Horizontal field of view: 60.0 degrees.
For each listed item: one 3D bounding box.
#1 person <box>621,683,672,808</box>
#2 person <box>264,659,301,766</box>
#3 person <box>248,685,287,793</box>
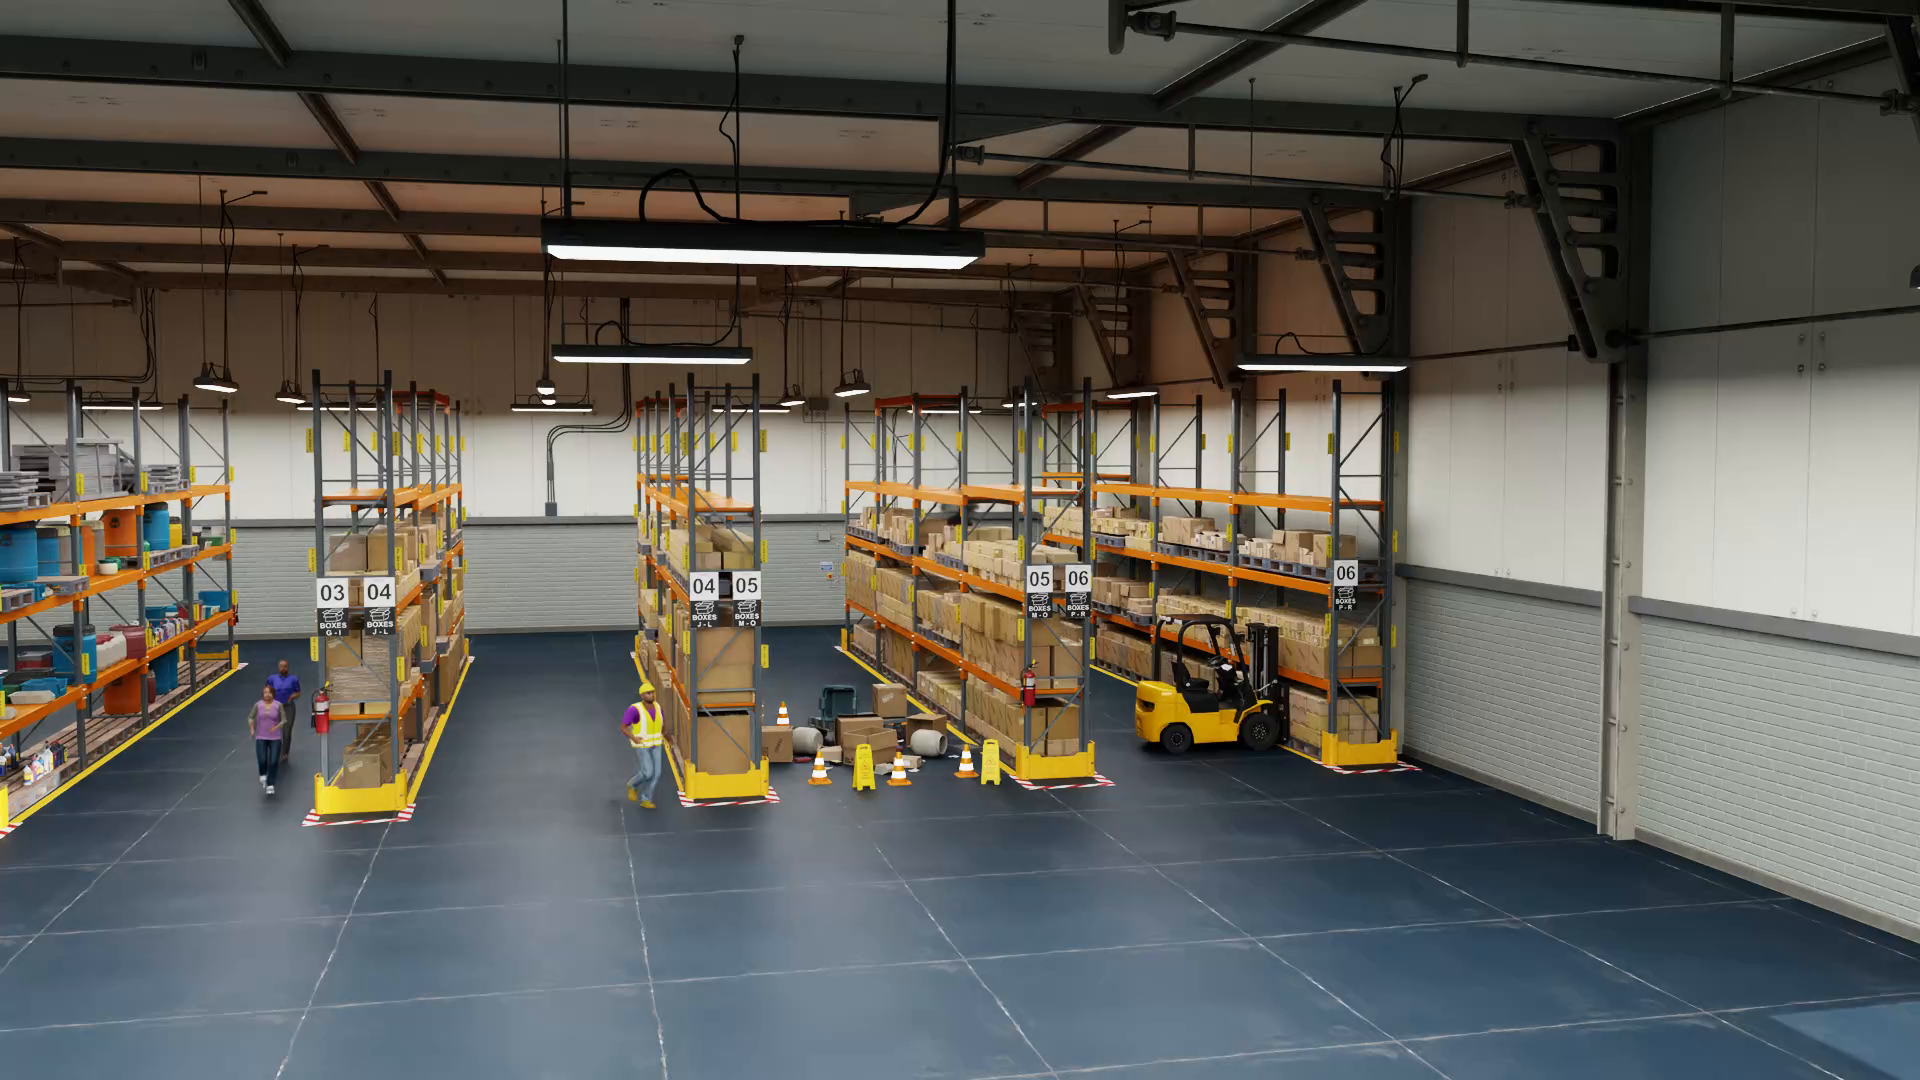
[{"bbox_3d":[-4.301,2.820,22.840,0.576,1.721,0.682,3,5,45],"label":"person"},{"bbox_3d":[-10.563,2.697,25.939,0.549,1.659,0.686,-1,4,-24],"label":"person"},{"bbox_3d":[-9.871,2.850,23.710,0.524,1.559,0.539,-1,4,-21],"label":"person"}]
